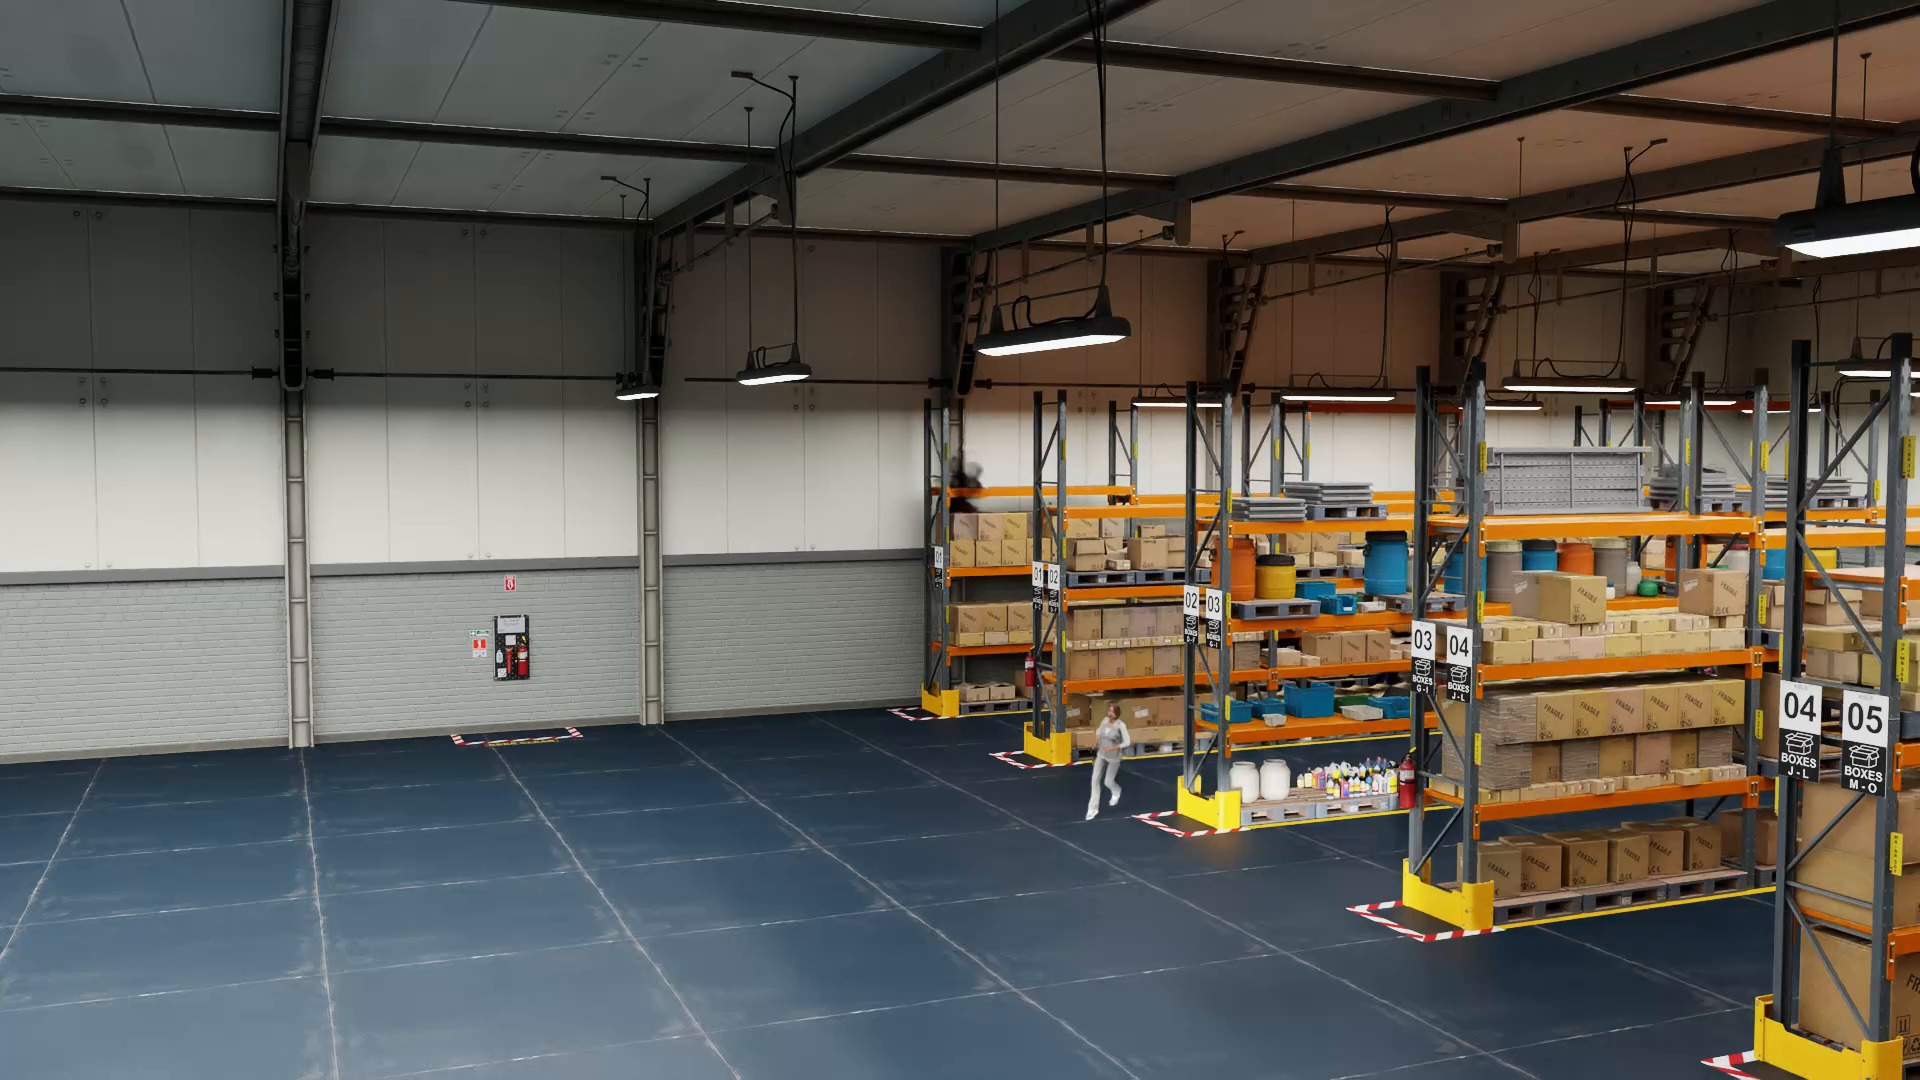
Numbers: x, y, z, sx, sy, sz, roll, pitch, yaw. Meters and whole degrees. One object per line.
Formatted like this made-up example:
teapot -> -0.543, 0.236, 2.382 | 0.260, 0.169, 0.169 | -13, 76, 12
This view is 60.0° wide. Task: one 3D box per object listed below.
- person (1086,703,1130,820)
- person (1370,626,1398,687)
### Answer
person -> 2.098, 3.035, 22.973 | 0.586, 1.590, 0.817 | 2, 4, 34
person -> 8.168, 2.465, 31.934 | 0.622, 1.613, 0.585 | -2, 4, -35
